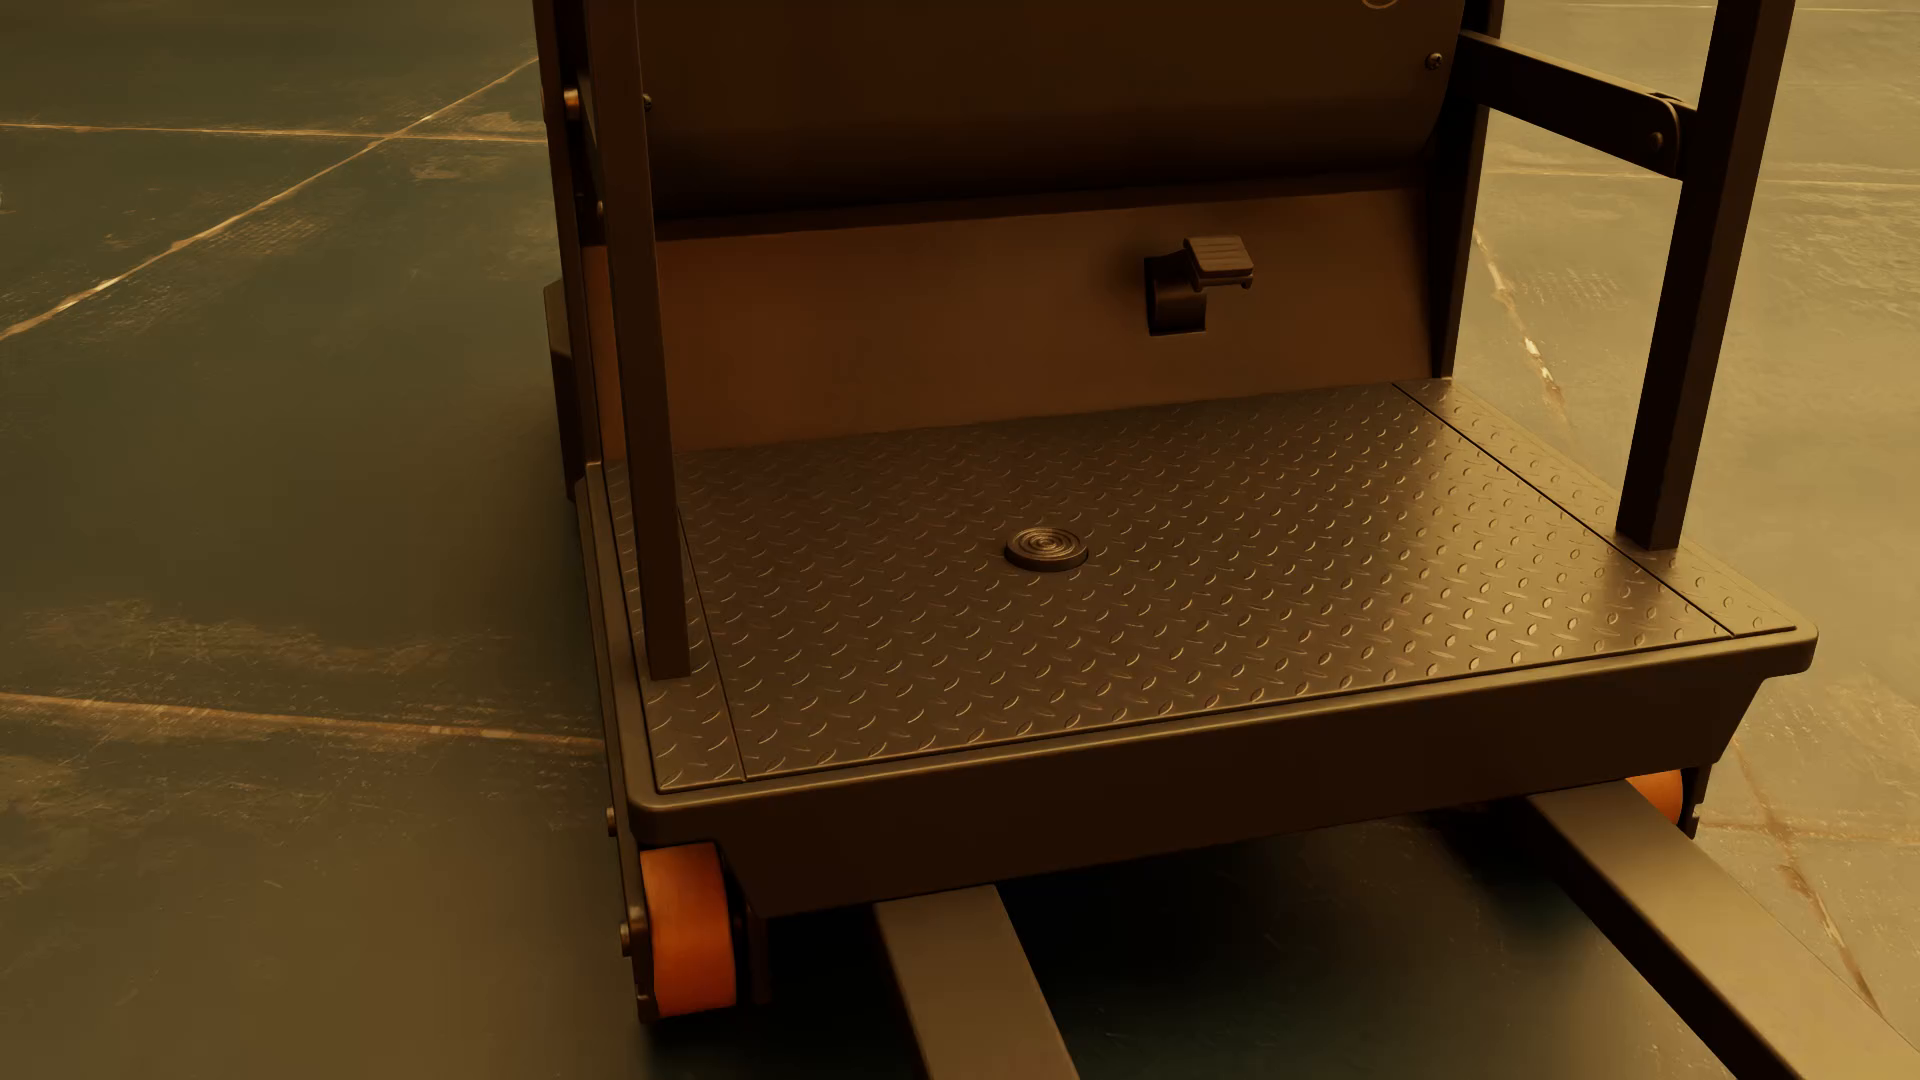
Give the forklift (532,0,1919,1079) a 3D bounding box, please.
[{"bbox_3d":[0.153,-1.049,1.319,1.130,2.935,3.031,-7,27,-13],"label":"forklift"}]
